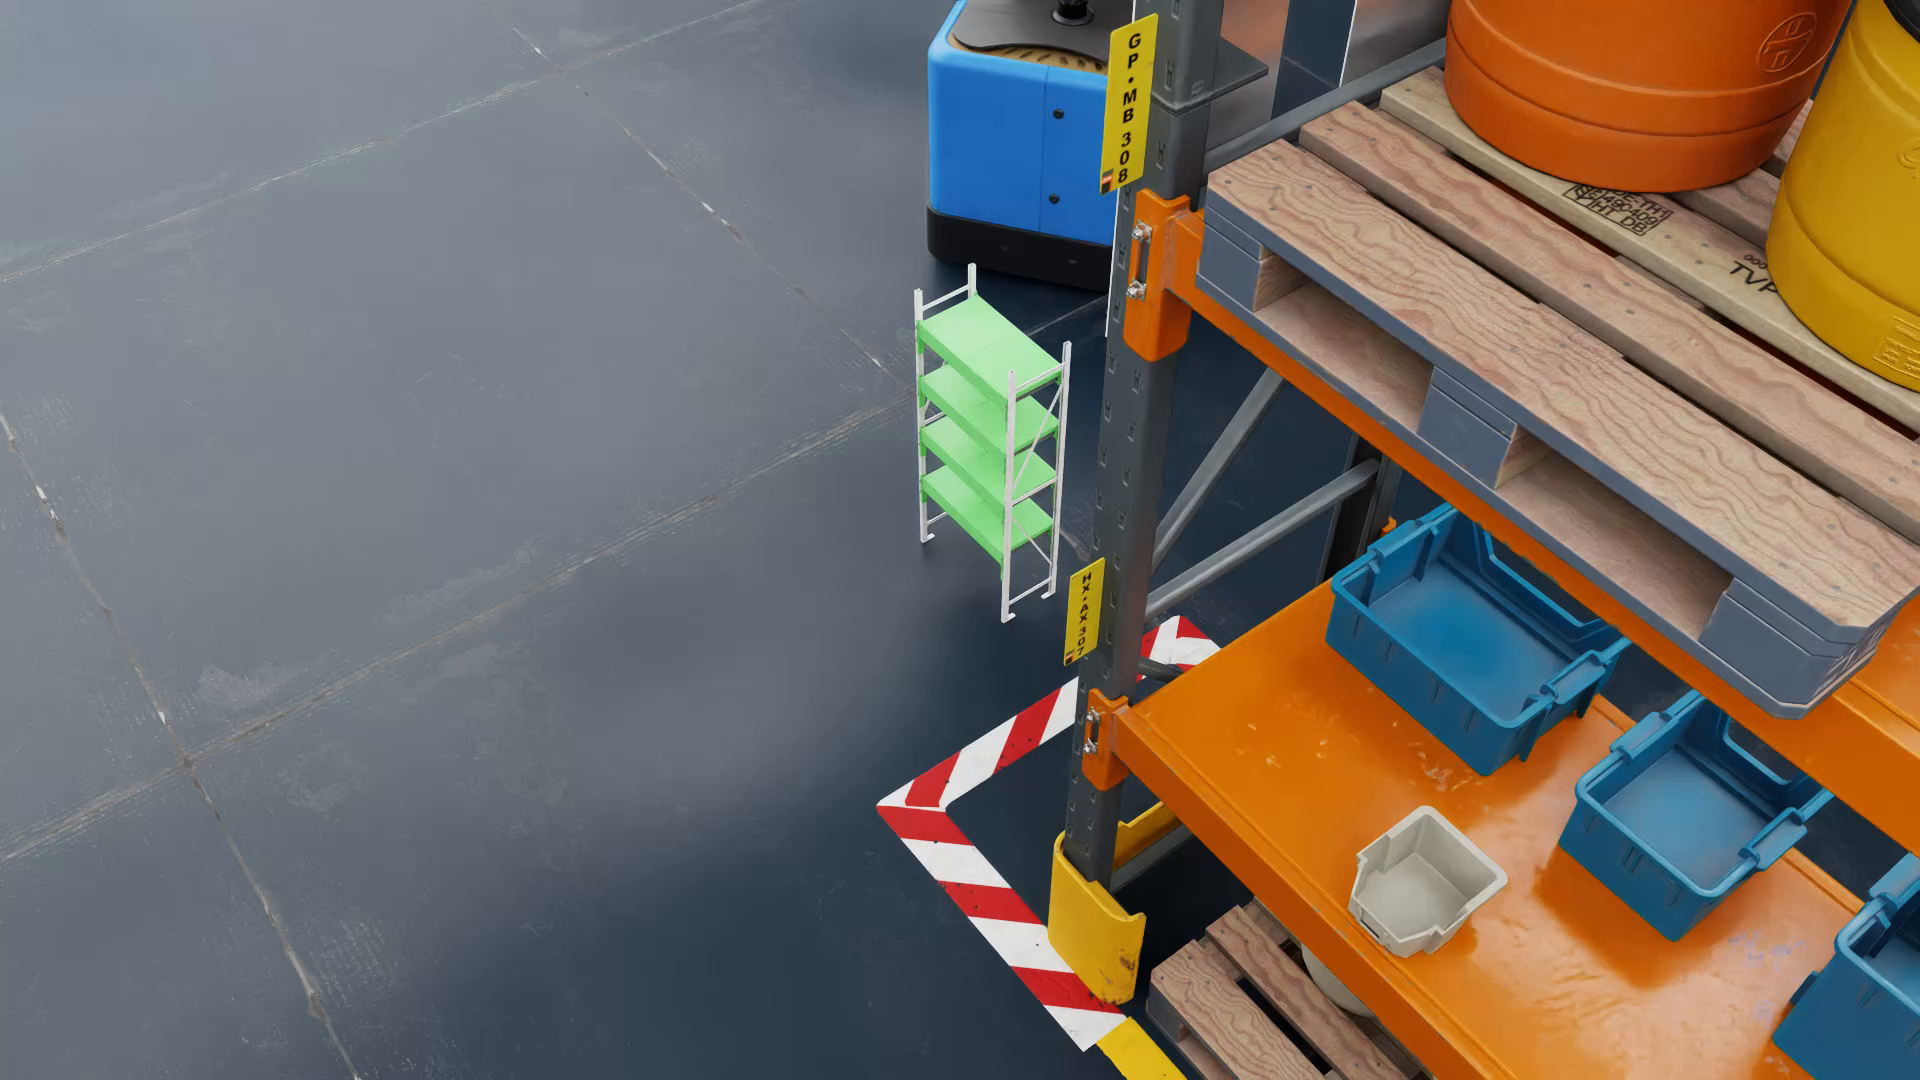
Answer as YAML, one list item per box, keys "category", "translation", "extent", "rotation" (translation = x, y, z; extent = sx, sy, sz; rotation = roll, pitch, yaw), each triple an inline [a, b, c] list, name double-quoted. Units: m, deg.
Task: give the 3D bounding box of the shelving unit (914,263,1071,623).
- category: "shelving unit"
  translation: [0.100, -0.305, 5.717]
  extent: [0.258, 1.200, 0.503]
  rotation: [-29, 54, -24]

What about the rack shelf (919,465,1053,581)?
- category: "rack shelf"
  translation: [0.100, -0.101, 5.942]
  extent: [0.258, 0.148, 0.480]
  rotation: [-29, 54, -24]

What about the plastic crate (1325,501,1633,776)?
- category: "plastic crate"
  translation: [1.271, 0.230, 4.117]
  extent: [0.499, 0.251, 0.616]
  rotation: [-29, 54, -24]

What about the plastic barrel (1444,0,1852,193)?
- category: "plastic barrel"
  translation: [1.125, -1.044, 2.574]
  extent: [0.600, 0.830, 0.708]
  rotation: [-29, 54, -24]

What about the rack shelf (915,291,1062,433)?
- category: "rack shelf"
  translation: [0.100, -0.585, 5.409]
  extent: [0.258, 0.148, 0.480]
  rotation: [-29, 54, -24]

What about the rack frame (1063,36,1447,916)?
- category: "rack frame"
  translation: [0.730, 0.019, 4.208]
  extent: [1.000, 3.000, 0.127]
  rotation: [-29, 54, -24]

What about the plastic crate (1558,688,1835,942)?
- category: "plastic crate"
  translation: [1.660, 0.616, 3.768]
  extent: [0.499, 0.251, 0.408]
  rotation: [-29, 54, -24]

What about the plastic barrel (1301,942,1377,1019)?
- category: "plastic barrel"
  translation: [1.189, 1.068, 4.653]
  extent: [0.421, 0.512, 0.421]
  rotation: [0, 48, 0]

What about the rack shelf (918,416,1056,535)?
- category: "rack shelf"
  translation: [0.100, -0.262, 5.764]
  extent: [0.258, 0.148, 0.480]
  rotation: [-29, 54, -24]

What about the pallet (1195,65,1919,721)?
- category: "pallet"
  translation: [1.153, -0.393, 2.685]
  extent: [1.003, 0.211, 1.213]
  rotation: [-29, 54, -24]

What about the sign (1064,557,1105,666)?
- category: "sign"
  translation: [0.290, 0.171, 3.884]
  extent: [0.100, 0.325, 0.005]
  rotation: [-29, 54, -24]

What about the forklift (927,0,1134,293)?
- category: "forklift"
  translation: [0.787, -3.132, 7.111]
  extent: [1.130, 2.935, 3.031]
  rotation: [13, 49, 12]

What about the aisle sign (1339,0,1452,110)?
- category: "aisle sign"
  translation: [0.923, -1.030, 3.404]
  extent: [0.394, 0.787, 0.004]
  rotation: [-29, 54, -24]

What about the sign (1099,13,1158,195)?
- category: "sign"
  translation: [0.290, -0.747, 2.872]
  extent: [0.100, 0.325, 0.005]
  rotation: [-29, 54, -24]

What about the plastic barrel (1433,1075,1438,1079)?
- category: "plastic barrel"
  translation: [1.493, 1.363, 4.385]
  extent: [0.421, 0.512, 0.421]
  rotation: [0, 48, 0]

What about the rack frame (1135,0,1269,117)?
- category: "rack frame"
  translation: [0.730, -1.996, 1.985]
  extent: [1.000, 3.000, 0.127]
  rotation: [-29, 54, -24]

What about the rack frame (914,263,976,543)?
- category: "rack frame"
  translation: [-0.048, -0.449, 5.847]
  extent: [0.240, 1.200, 0.015]
  rotation: [-29, 54, -24]

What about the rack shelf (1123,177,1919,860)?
- category: "rack shelf"
  translation: [1.941, 0.433, 2.294]
  extent: [1.077, 0.370, 4.000]
  rotation: [-29, 54, -24]

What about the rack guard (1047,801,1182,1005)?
- category: "rack guard"
  translation: [0.813, 0.883, 5.112]
  extent: [1.175, 0.500, 0.348]
  rotation: [-29, 54, -24]

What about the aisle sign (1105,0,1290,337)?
- category: "aisle sign"
  translation: [0.453, -0.765, 3.164]
  extent: [0.394, 0.787, 0.004]
  rotation: [-29, 54, -24]

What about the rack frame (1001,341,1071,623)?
- category: "rack frame"
  translation: [0.248, -0.162, 5.587]
  extent: [0.240, 1.200, 0.015]
  rotation: [-29, 54, -24]

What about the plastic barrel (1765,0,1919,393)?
- category: "plastic barrel"
  translation: [1.521, -0.577, 2.314]
  extent: [0.600, 0.588, 0.600]
  rotation: [0, 48, 0]

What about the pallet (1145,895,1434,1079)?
- category: "pallet"
  translation: [1.301, 1.461, 4.783]
  extent: [1.003, 0.211, 1.213]
  rotation: [-29, 54, -24]

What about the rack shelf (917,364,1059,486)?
- category: "rack shelf"
  translation: [0.100, -0.424, 5.587]
  extent: [0.258, 0.148, 0.480]
  rotation: [-29, 54, -24]

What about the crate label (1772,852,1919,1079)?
- category: "crate label"
  translation: [2.060, 0.971, 3.321]
  extent: [0.502, 0.435, 0.616]
  rotation: [-29, 54, -24]

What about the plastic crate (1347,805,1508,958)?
- category: "plastic crate"
  translation: [1.016, 0.780, 3.696]
  extent: [0.298, 0.136, 0.250]
  rotation: [-29, 54, -24]

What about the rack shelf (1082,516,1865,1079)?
- category: "rack shelf"
  translation: [1.941, 1.440, 3.405]
  extent: [1.077, 0.370, 4.000]
  rotation: [-29, 54, -24]
